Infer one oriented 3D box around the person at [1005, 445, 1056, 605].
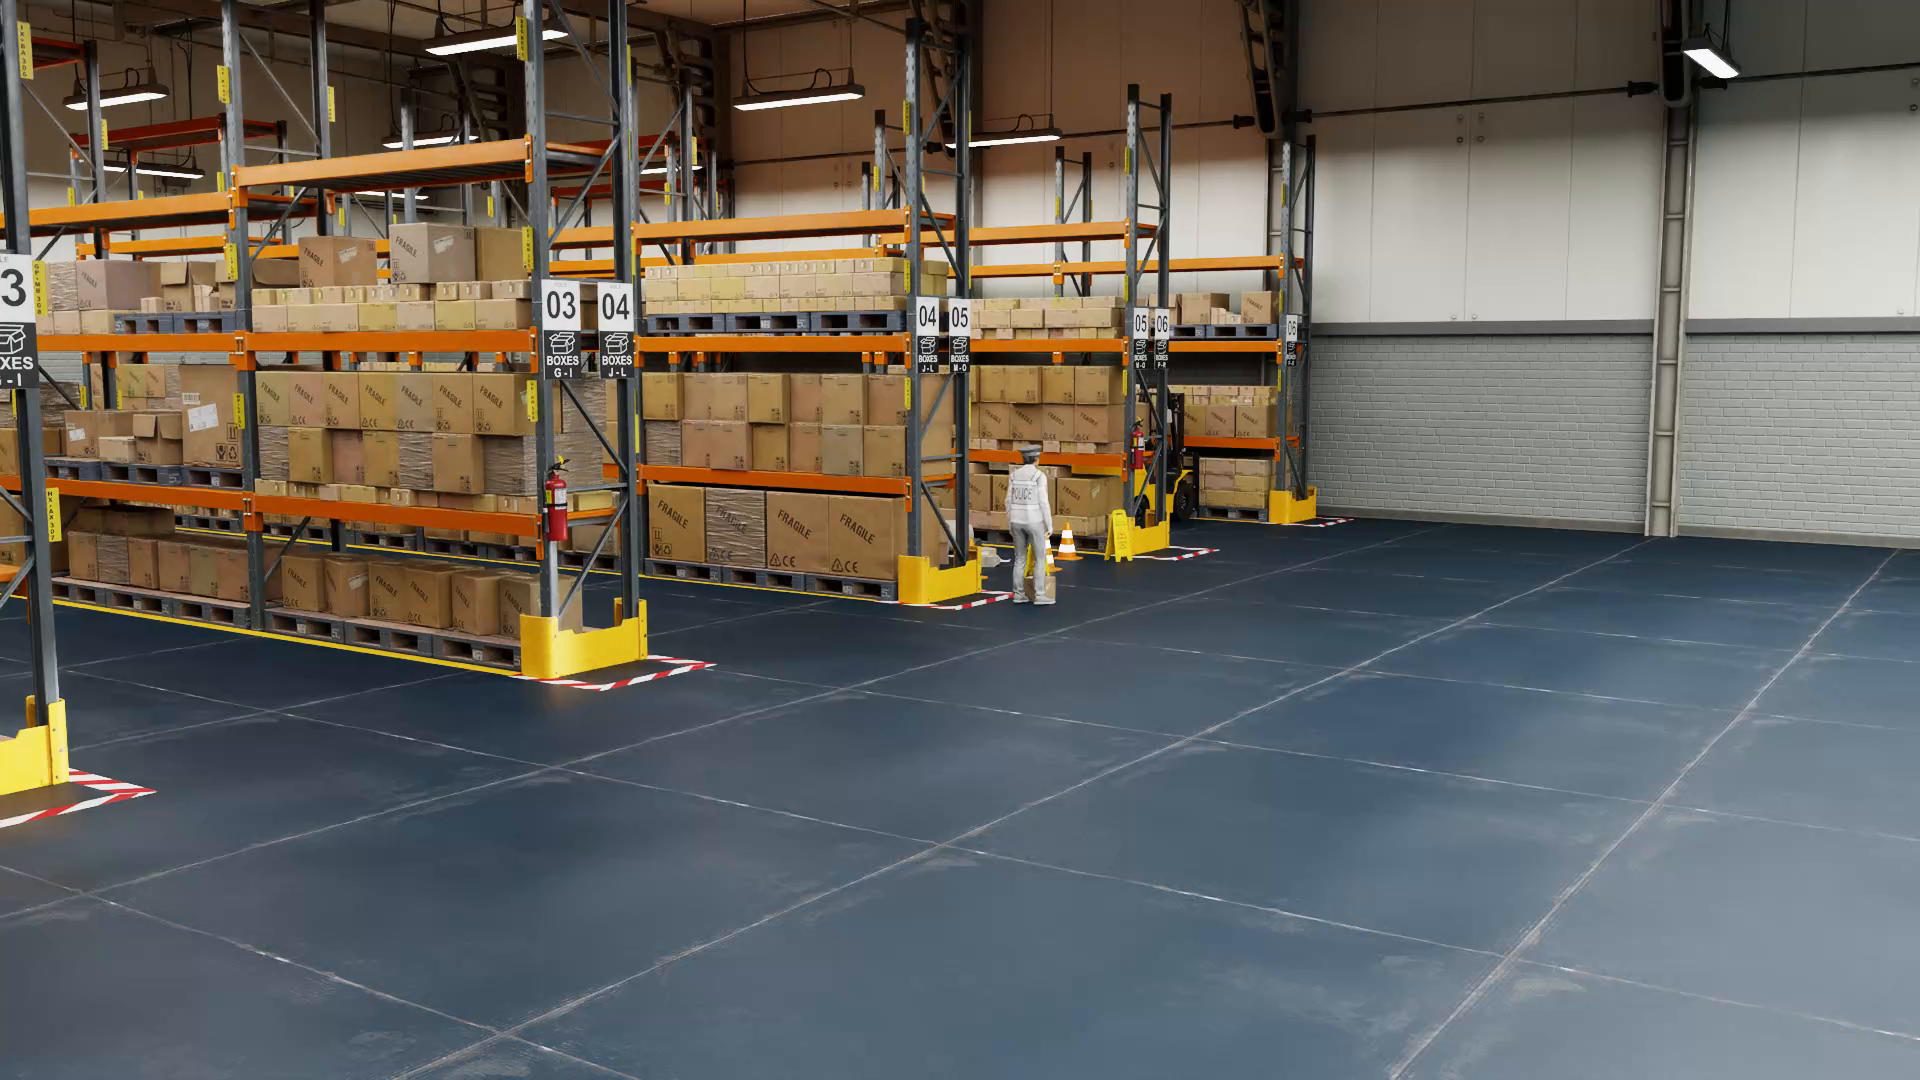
[{"bbox_3d":[0.723,-0.160,17.406,0.529,1.664,0.371,4,8,34],"label":"person"}]
